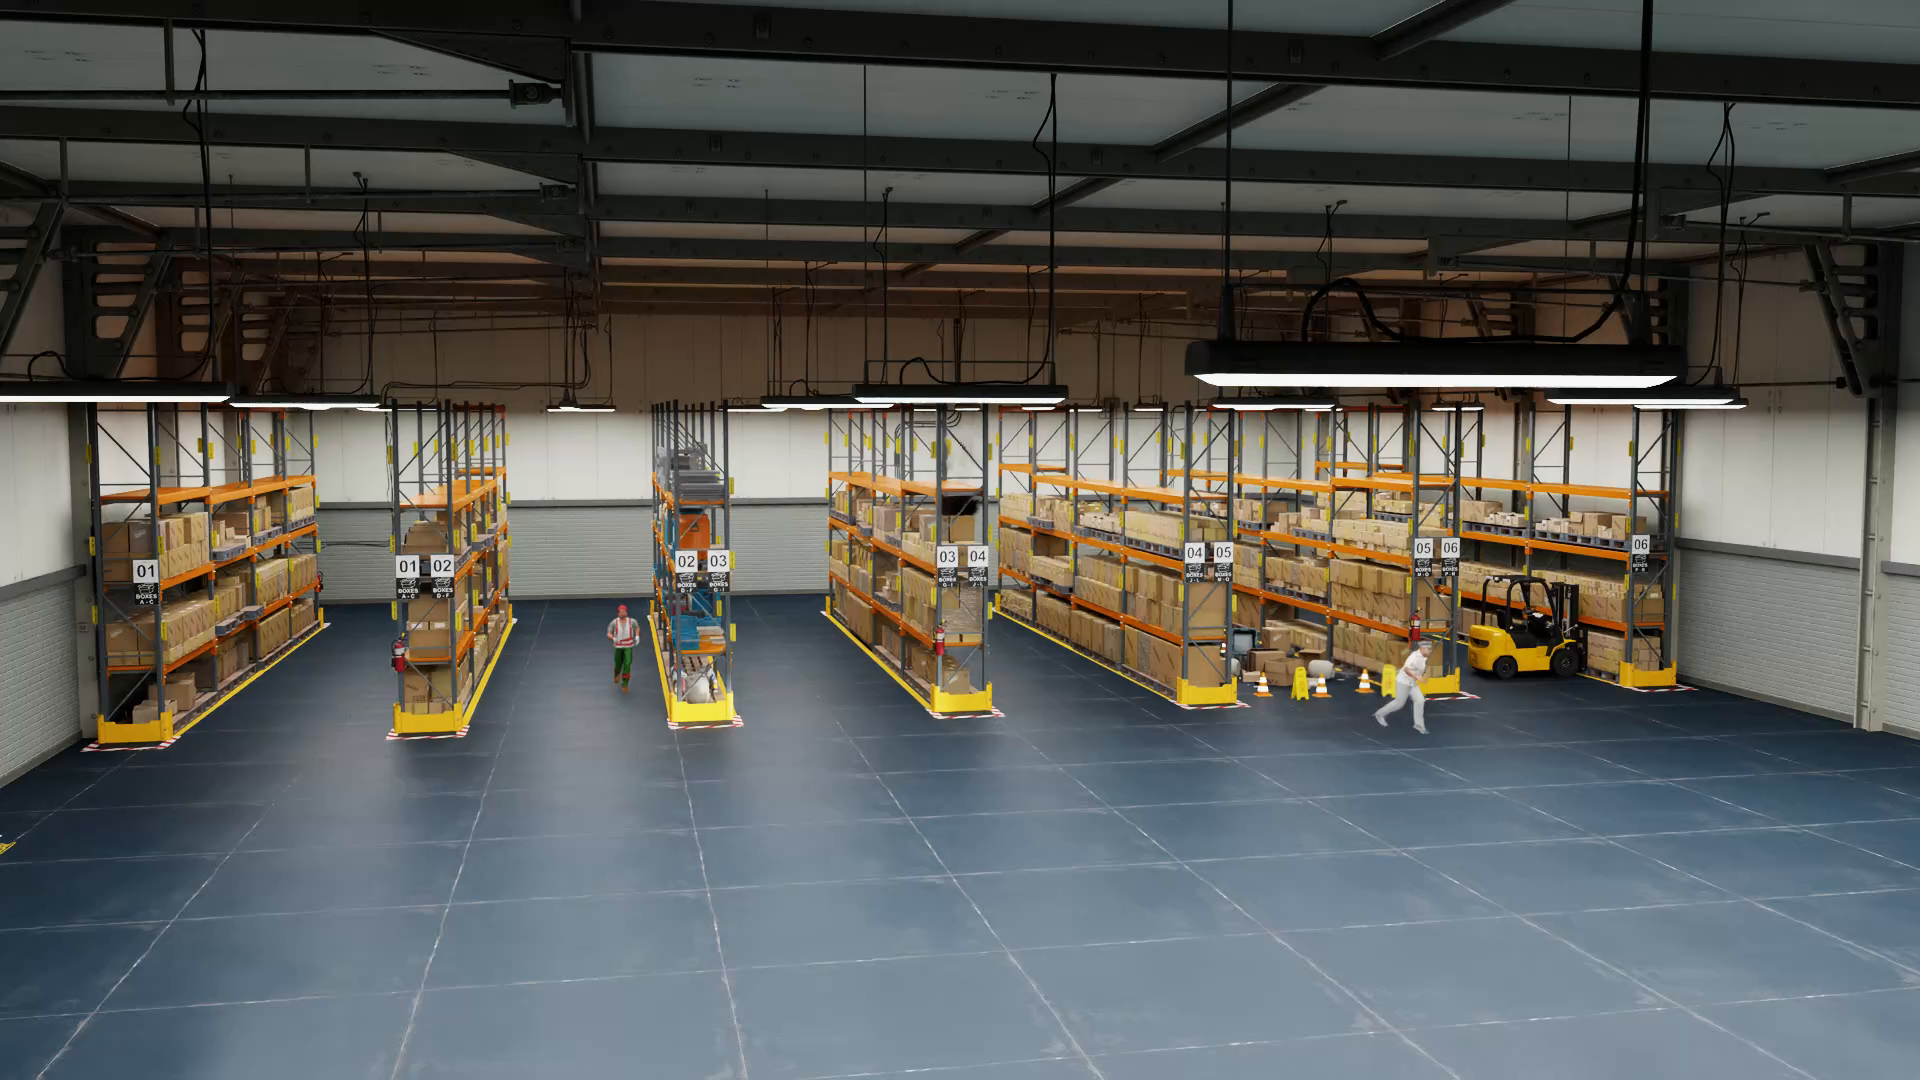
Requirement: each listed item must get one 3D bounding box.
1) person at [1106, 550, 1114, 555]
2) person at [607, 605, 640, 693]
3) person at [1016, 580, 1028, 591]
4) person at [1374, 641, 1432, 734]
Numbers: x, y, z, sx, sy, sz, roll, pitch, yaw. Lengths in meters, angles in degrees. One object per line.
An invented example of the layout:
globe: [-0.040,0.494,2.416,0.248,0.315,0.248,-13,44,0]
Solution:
person: [4.534,1.101,50.736,0.671,1.604,0.505,-2,5,-24]
person: [-6.982,2.236,34.528,0.667,1.785,0.956,-1,4,-13]
person: [1.949,1.129,49.740,0.559,1.721,0.772,1,4,13]
person: [8.024,2.648,30.097,1.023,1.718,0.703,2,5,30]
